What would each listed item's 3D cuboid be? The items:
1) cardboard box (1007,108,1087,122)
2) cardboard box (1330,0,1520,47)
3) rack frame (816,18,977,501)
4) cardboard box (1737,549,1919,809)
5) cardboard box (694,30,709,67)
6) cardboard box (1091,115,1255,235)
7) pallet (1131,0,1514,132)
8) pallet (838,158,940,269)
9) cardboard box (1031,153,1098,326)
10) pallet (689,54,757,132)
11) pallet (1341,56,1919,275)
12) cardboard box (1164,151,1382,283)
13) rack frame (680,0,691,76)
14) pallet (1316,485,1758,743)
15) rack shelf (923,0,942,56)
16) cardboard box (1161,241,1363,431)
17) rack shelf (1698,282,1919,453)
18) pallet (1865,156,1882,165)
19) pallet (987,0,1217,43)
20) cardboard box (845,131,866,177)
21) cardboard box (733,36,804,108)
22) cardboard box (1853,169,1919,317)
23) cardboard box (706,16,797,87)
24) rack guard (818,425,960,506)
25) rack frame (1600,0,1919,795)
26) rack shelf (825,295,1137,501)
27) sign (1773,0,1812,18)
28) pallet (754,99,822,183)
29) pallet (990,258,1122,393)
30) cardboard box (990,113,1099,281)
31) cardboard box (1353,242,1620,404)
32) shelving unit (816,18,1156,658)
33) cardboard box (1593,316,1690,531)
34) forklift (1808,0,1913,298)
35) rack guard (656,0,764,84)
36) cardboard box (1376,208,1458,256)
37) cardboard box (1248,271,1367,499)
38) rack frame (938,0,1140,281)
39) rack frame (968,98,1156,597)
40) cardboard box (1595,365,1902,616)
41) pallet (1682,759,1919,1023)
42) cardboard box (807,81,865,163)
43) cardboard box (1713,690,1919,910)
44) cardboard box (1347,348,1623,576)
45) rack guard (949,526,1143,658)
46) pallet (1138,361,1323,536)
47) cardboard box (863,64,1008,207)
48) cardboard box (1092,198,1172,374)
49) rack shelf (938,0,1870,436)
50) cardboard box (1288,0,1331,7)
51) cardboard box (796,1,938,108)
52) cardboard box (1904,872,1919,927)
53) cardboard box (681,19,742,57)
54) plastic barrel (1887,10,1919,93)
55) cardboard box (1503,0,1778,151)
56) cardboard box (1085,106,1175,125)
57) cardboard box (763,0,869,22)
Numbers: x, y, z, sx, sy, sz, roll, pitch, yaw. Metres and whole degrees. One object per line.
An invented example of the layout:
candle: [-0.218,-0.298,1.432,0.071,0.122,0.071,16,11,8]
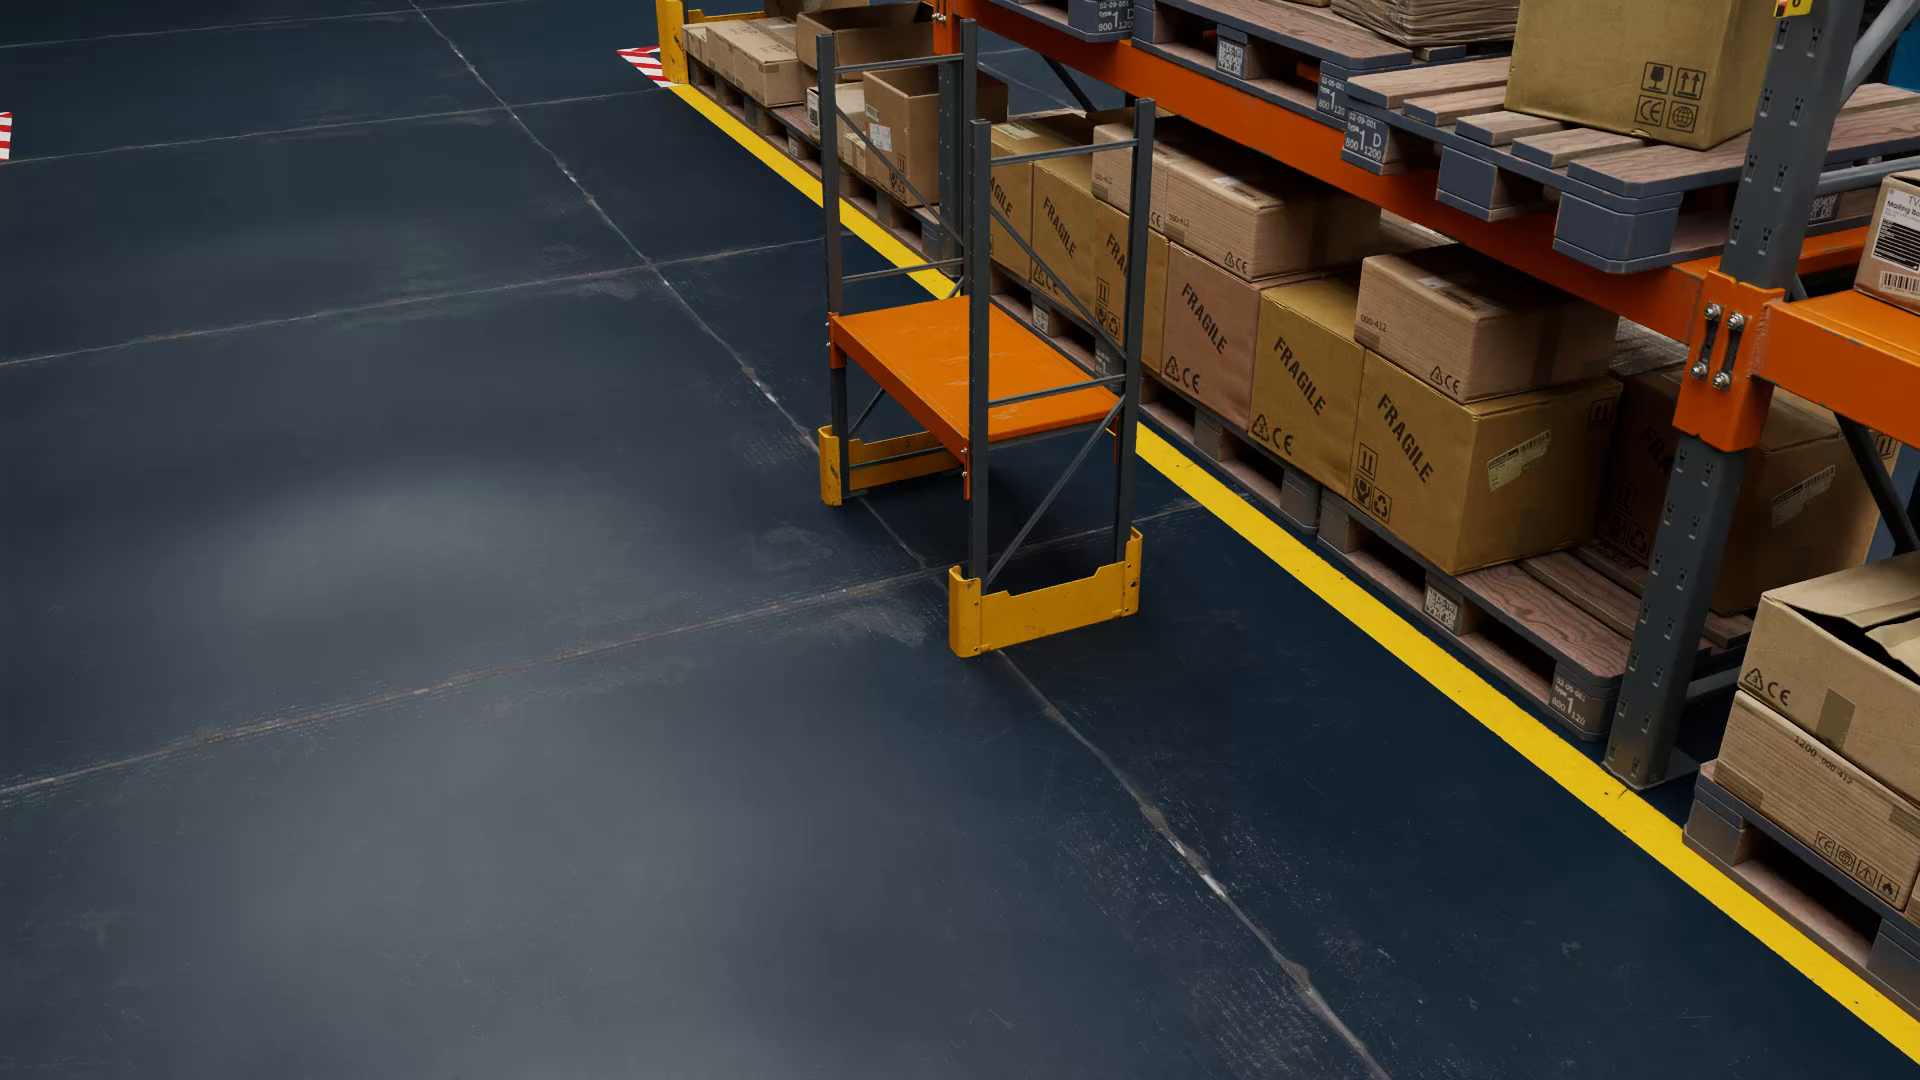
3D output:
cardboard box: [0.401,-1.825,7.738,0.500,0.311,0.500,-13,32,-22]
cardboard box: [1.511,-1.734,4.744,0.700,0.500,0.500,-7,30,-13]
rack frame: [-0.182,-0.841,5.216,0.500,1.500,0.032,-13,32,-22]
cardboard box: [2.063,0.256,3.535,0.500,0.311,0.500,-12,31,-20]
cardboard box: [-1.355,-2.931,9.857,0.380,0.166,0.250,-13,32,-22]
cardboard box: [0.803,-1.298,5.836,0.500,0.250,0.500,-13,32,-22]
pallet: [1.264,-1.583,5.202,1.003,0.211,1.213,-13,32,-22]
pallet: [0.092,-1.663,7.999,1.003,0.211,1.213,-13,32,-22]
cardboard box: [0.613,-1.179,6.391,0.500,0.500,0.500,-13,32,-21]
pallet: [-0.955,-2.740,9.922,1.003,0.211,1.213,-13,32,-22]
pallet: [1.749,-1.009,4.179,1.213,0.211,1.003,-13,32,-22]
cardboard box: [1.019,-1.076,5.441,0.500,0.250,0.500,-14,32,-23]
rack frame: [-1.331,-4.342,9.927,1.000,3.000,0.127,-13,32,-22]
pallet: [1.817,0.070,4.909,1.003,0.211,1.213,-13,32,-22]
rack shelf: [-0.473,-3.145,8.527,1.077,0.370,4.000,-13,32,-22]
cardboard box: [1.037,-0.733,5.596,0.500,0.500,0.500,-14,32,-24]
rack shelf: [2.962,0.389,2.225,1.077,0.370,4.000,-13,32,-22]
pallet: [5.155,-2.048,8.686,1.003,0.211,1.213,-13,32,-22]
pallet: [0.630,-2.116,6.153,1.003,0.211,1.213,-13,32,-22]
cardboard box: [-0.330,-1.869,7.981,0.380,0.149,0.250,-13,32,-22]
cardboard box: [-0.925,-2.593,9.170,0.500,0.250,0.500,-13,32,-22]
cardboard box: [2.220,-0.600,3.344,0.500,0.311,0.500,-11,31,-19]
cardboard box: [-1.139,-2.814,9.563,0.500,0.250,0.500,-13,32,-22]
rack guard: [-0.181,-0.295,5.521,0.587,0.250,0.087,-13,32,-22]
rack frame: [2.103,-0.808,3.625,1.000,3.000,0.127,-13,32,-22]
rack shelf: [0.037,-0.460,4.904,0.538,0.185,1.000,-13,32,-22]
sign: [1.617,-1.161,3.150,0.100,0.325,0.005,-13,32,-22]
pallet: [-0.436,-2.202,8.962,1.003,0.211,1.213,-13,32,-22]
pallet: [0.769,-1.008,6.831,1.003,0.211,1.213,-13,32,-22]
cardboard box: [0.374,-1.412,6.807,0.500,0.500,0.500,-15,32,-24]
cardboard box: [1.462,-0.625,4.637,0.500,0.250,0.500,-12,31,-20]
shelving unit: [0.033,-0.620,4.823,0.587,1.500,1.083,-13,32,-22]
cardboard box: [1.936,-0.401,5.005,0.500,0.500,0.500,-14,32,-24]
forklift: [3.636,-2.318,6.387,1.130,2.935,3.031,-20,35,-31]
rack guard: [-1.299,-3.218,10.478,1.175,0.500,0.348,-13,32,-22]
cardboard box: [1.497,-0.853,5.811,0.500,0.500,0.500,-14,32,-24]
cardboard box: [1.268,-0.503,5.185,0.500,0.500,0.500,-14,32,-24]
rack frame: [0.386,-2.575,6.776,1.000,3.000,0.127,-13,32,-22]
rack frame: [0.255,-0.392,4.416,0.500,1.500,0.032,-13,32,-22]
cardboard box: [2.166,-0.171,4.594,0.500,0.500,0.500,-12,31,-20]
pallet: [2.421,0.780,3.644,1.003,0.211,1.213,-13,32,-22]
cardboard box: [-0.437,-2.118,8.259,0.500,0.311,0.500,-13,32,-22]
cardboard box: [2.063,0.501,3.672,0.500,0.250,0.500,-13,32,-22]
cardboard box: [1.490,-0.274,4.778,0.500,0.500,0.500,-12,31,-20]
rack guard: [0.247,0.145,4.736,0.587,0.250,0.087,-13,32,-22]
pallet: [1.297,-0.468,5.869,1.003,0.211,1.213,-13,32,-22]
cardboard box: [-0.115,-1.869,7.622,0.500,0.500,0.500,-13,32,-22]
cardboard box: [0.820,-0.957,5.995,0.500,0.500,0.500,-13,32,-21]
rack shelf: [1.245,-1.378,5.376,1.077,0.370,4.000,-13,32,-22]
cardboard box: [1.200,-2.035,5.280,0.700,0.500,0.500,-22,36,-34]
cardboard box: [-0.425,-2.507,8.757,0.797,0.503,0.637,-13,32,-22]
cardboard box: [2.279,0.723,3.276,0.500,0.250,0.500,-14,32,-23]
cardboard box: [-1.462,-3.034,10.058,0.380,0.149,0.250,-13,32,-22]
plastic barrel: [5.079,-2.638,8.603,0.600,0.901,0.708,-13,32,-22]
cardboard box: [1.731,-1.290,3.952,0.700,0.500,0.500,-26,38,-38]
cardboard box: [0.857,-1.519,6.998,0.500,0.500,0.500,-13,32,-22]
cardboard box: [-0.875,-3.255,10.095,0.500,0.500,0.500,-13,32,-22]
